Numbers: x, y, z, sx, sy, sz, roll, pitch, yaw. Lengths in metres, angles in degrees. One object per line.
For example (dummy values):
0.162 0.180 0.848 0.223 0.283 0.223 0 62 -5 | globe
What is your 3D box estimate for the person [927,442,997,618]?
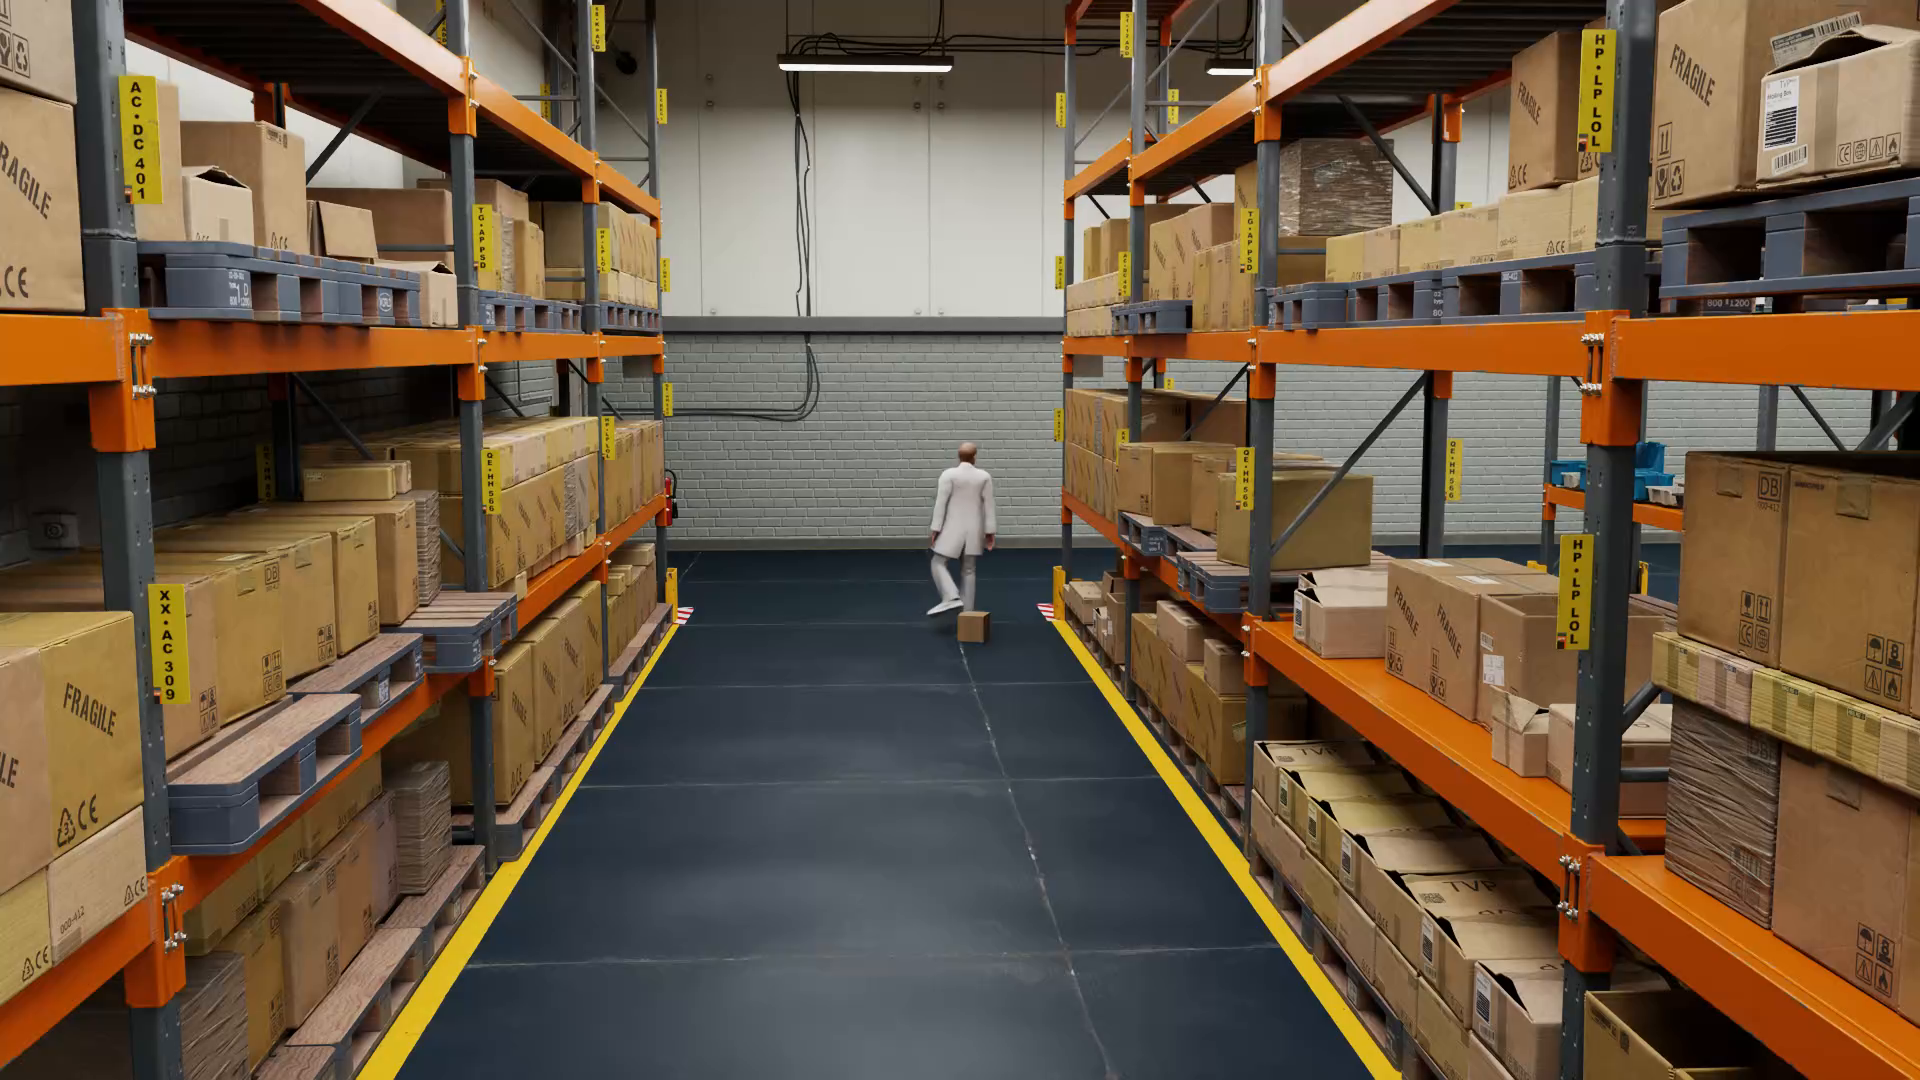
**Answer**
0.009 -0.061 16.221 0.752 1.773 0.560 -2 7 -17 | person
